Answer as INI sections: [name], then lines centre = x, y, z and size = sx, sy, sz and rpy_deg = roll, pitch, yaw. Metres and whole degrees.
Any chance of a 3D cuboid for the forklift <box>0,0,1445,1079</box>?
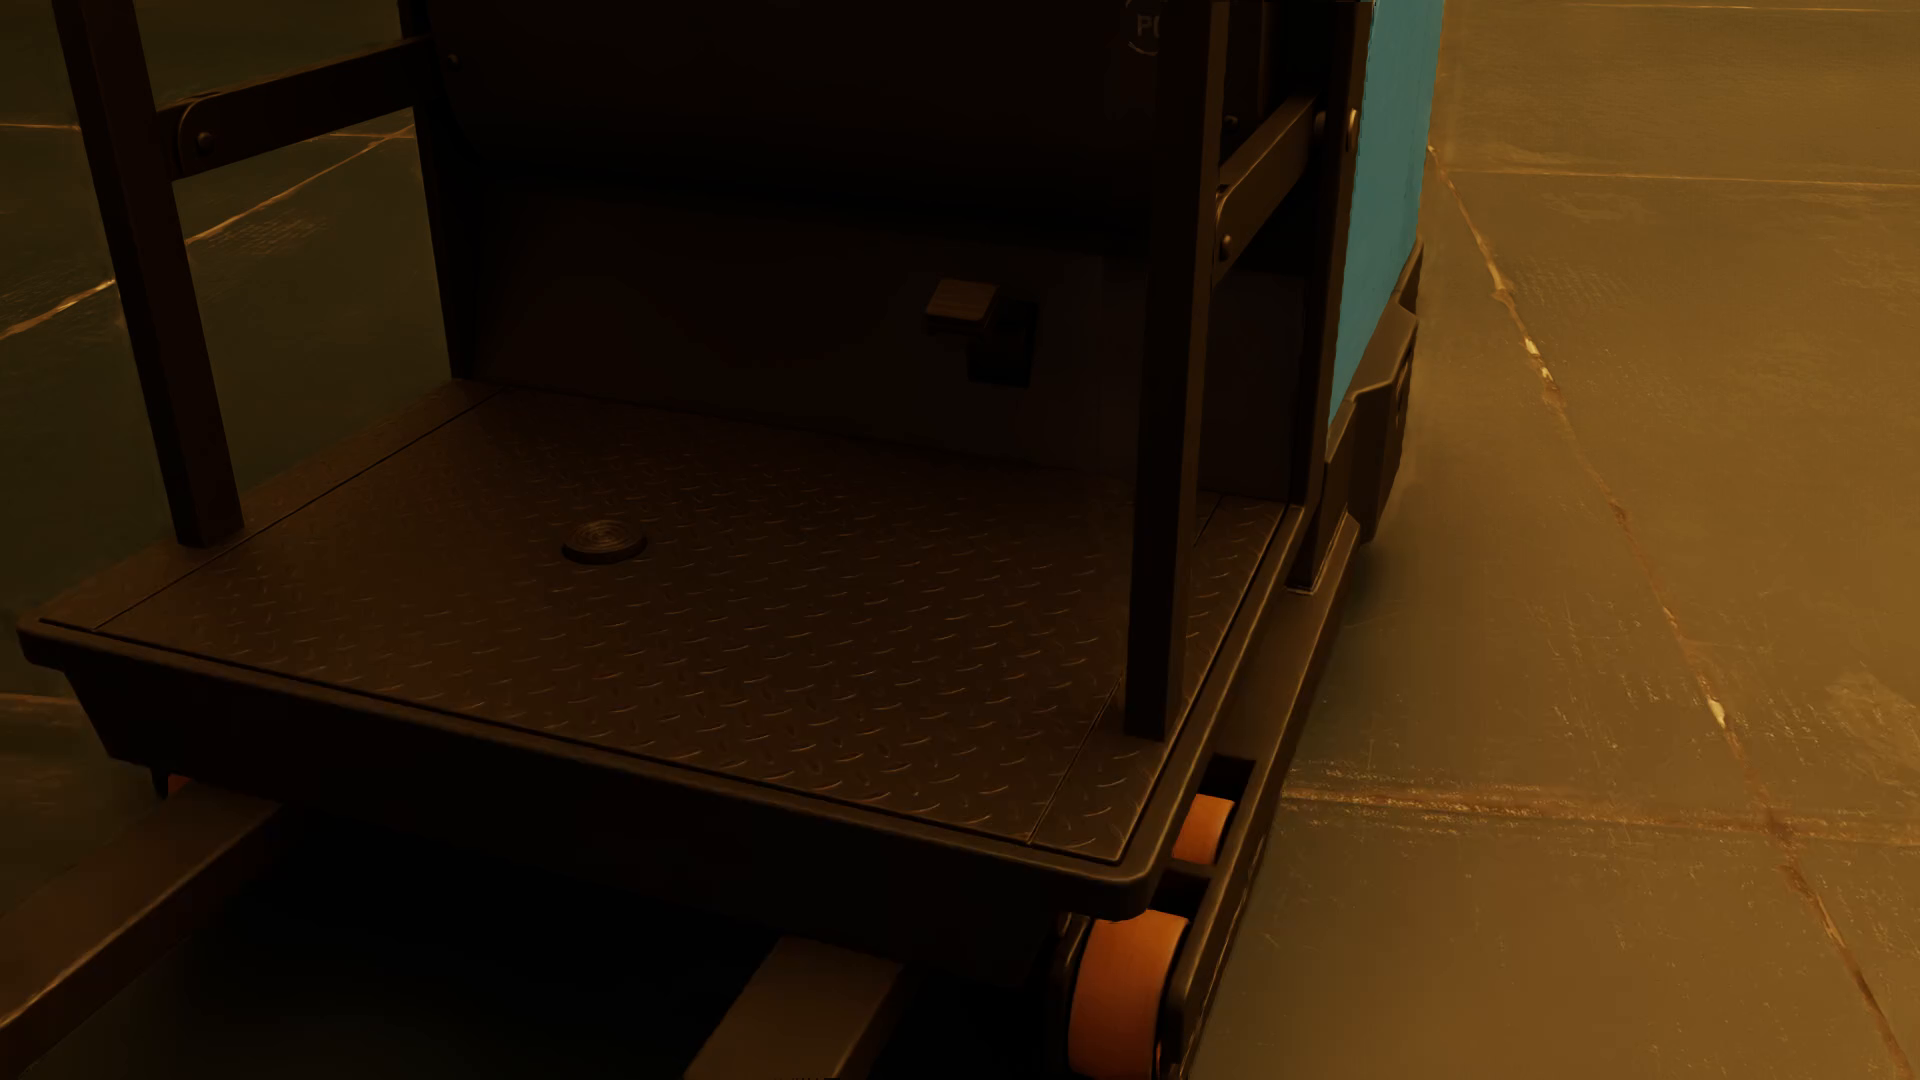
[forklift]
centre = -0.210, -1.025, 1.272
size = 1.130, 2.935, 3.031
rpy_deg = 10, 28, 18
